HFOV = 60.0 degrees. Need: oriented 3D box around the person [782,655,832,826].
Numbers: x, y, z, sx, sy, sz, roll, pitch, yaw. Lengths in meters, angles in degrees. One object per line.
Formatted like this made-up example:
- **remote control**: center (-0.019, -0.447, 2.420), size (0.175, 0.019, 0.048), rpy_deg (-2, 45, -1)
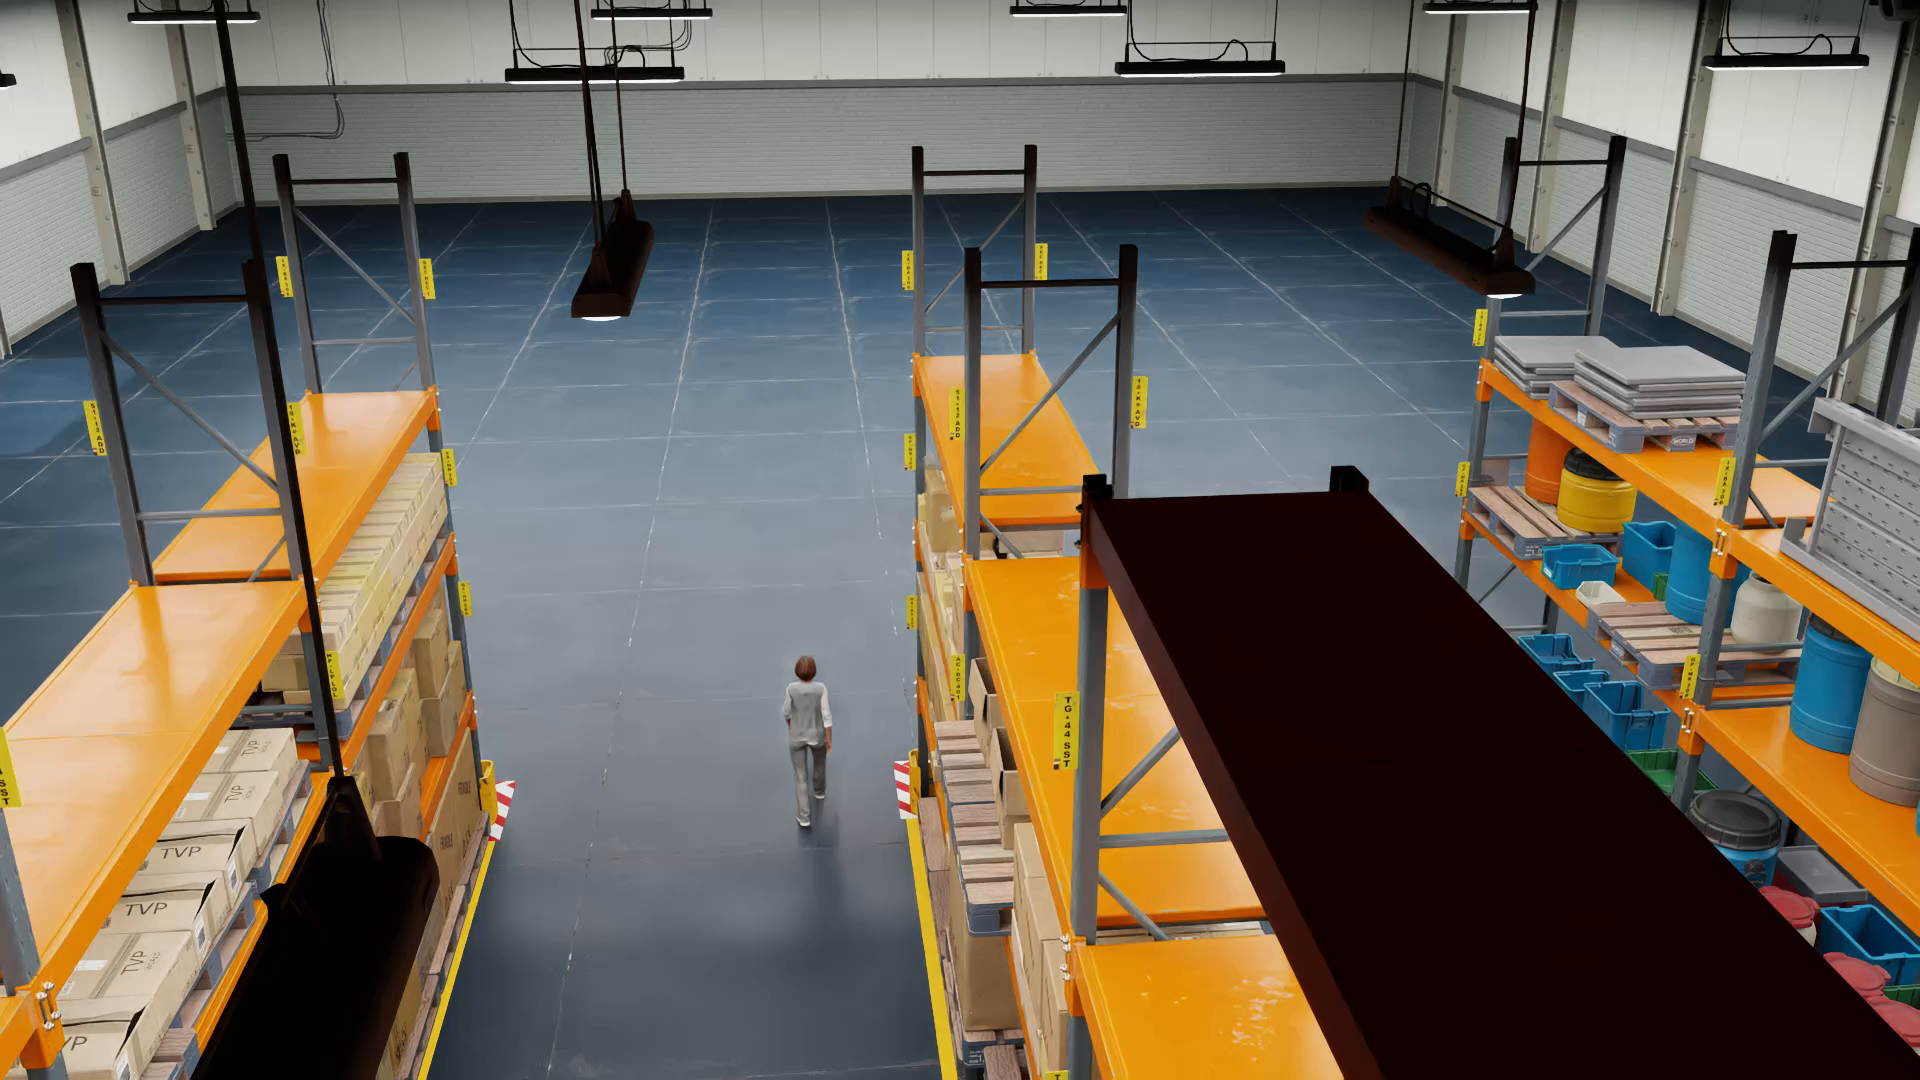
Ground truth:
- **person**: center (-1.378, 1.742, 15.068), size (0.455, 1.574, 0.771), rpy_deg (-1, 22, -3)
